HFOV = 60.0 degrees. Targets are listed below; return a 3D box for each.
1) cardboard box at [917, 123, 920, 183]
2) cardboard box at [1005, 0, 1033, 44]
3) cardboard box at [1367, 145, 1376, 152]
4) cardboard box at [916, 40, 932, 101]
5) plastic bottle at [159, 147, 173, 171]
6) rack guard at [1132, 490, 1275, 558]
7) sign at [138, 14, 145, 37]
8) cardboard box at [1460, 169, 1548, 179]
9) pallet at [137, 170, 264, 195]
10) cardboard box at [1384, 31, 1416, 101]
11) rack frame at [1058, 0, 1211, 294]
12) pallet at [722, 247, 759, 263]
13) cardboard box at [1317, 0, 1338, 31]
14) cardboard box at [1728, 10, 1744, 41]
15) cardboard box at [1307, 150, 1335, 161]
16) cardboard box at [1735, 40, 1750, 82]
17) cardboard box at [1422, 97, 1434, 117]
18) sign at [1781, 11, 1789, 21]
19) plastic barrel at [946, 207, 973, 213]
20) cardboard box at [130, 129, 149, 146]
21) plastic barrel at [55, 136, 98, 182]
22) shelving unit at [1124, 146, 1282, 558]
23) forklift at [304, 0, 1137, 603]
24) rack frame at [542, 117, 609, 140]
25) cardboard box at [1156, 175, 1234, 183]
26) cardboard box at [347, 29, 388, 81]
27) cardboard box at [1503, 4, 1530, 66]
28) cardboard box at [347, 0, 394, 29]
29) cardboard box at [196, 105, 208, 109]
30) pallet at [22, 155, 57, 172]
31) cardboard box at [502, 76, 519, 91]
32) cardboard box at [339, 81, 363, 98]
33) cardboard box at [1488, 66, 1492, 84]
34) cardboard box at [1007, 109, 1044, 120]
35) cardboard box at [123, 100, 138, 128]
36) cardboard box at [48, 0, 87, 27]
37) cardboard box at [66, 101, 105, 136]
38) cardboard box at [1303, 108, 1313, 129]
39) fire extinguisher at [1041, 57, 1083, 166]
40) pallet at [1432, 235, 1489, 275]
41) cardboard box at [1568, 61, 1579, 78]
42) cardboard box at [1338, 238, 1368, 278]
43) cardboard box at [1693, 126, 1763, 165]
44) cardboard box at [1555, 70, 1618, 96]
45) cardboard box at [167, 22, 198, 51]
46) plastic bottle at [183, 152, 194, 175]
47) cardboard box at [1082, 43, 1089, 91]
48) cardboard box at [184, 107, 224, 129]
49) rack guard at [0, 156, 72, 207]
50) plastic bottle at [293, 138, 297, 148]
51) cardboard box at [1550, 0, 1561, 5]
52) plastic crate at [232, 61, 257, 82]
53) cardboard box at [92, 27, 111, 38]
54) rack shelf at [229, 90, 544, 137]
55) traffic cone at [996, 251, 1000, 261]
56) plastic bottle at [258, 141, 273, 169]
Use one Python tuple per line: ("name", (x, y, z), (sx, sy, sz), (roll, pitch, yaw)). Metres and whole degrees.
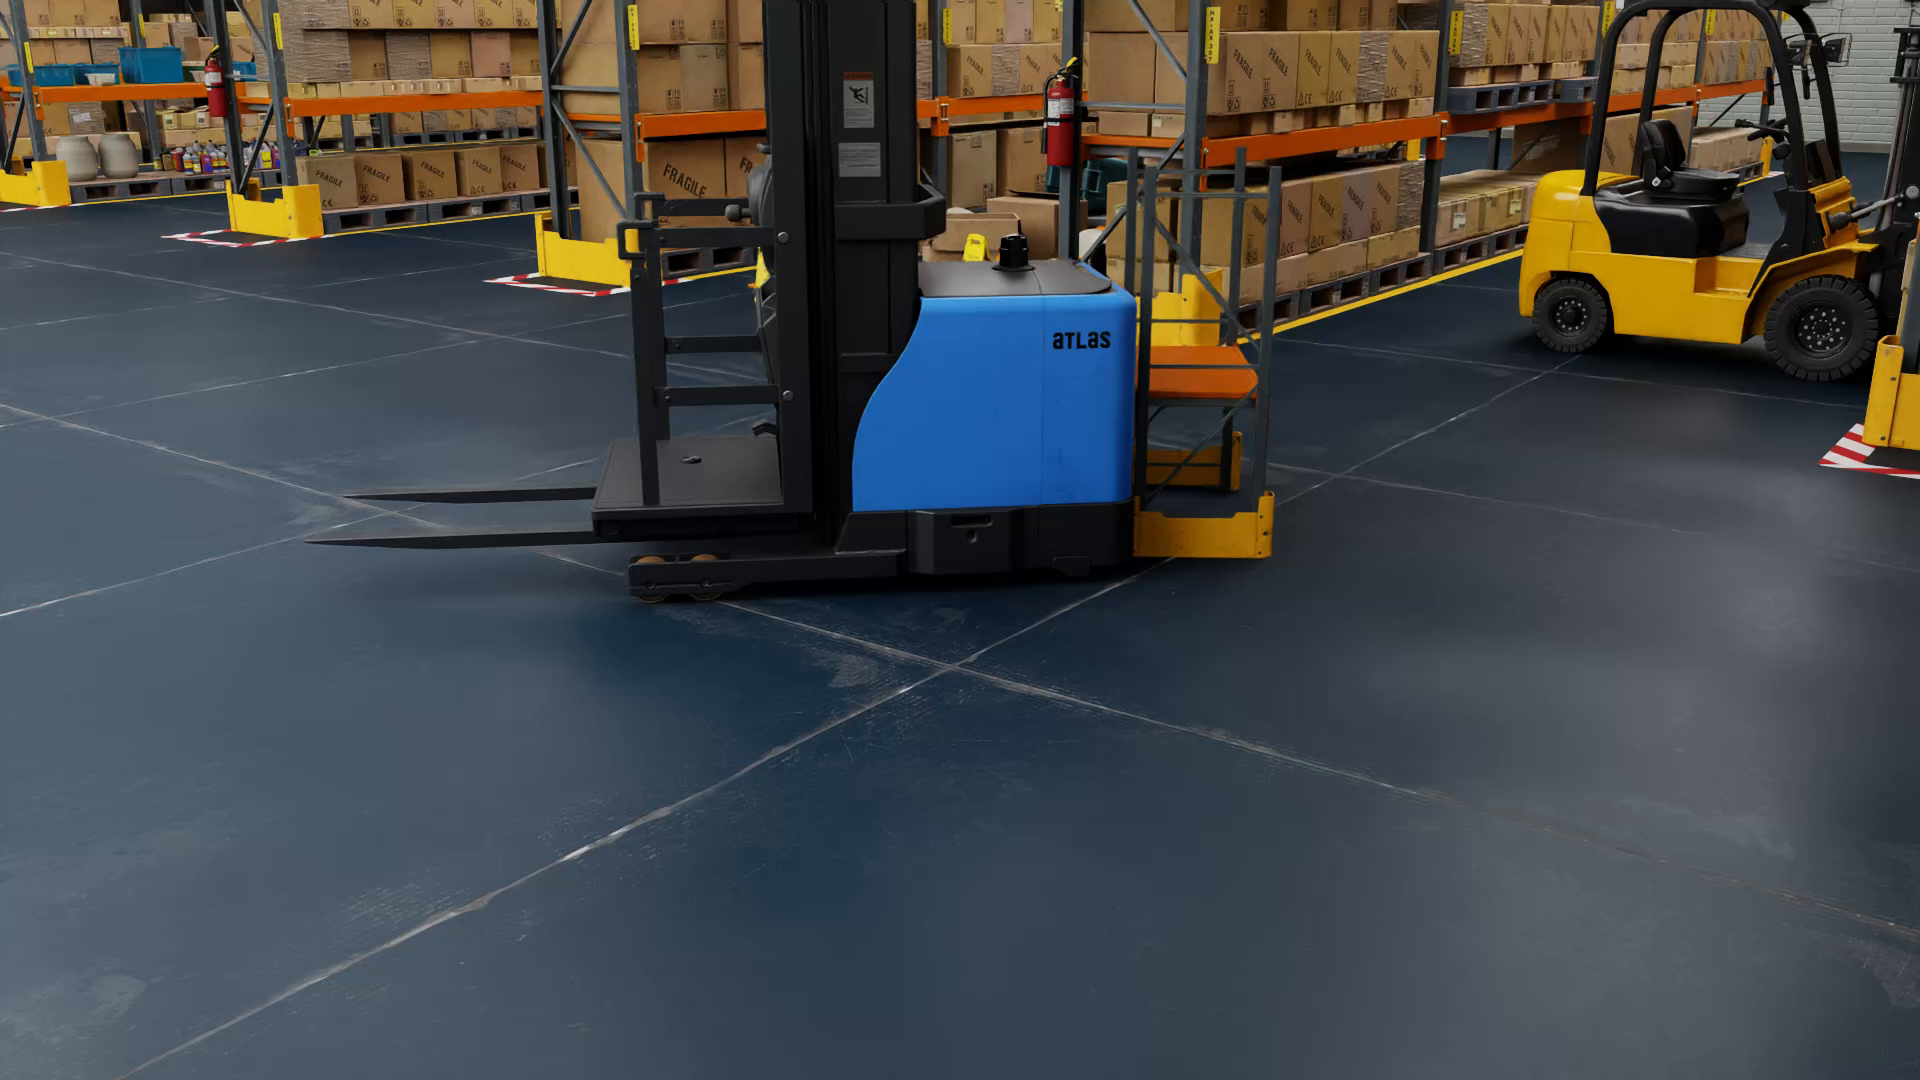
("cardboard box", (-0.997, -3.586, 16.108), (0.875, 0.875, 0.875), (13, 21, 36))
("cardboard box", (0.331, -5.425, 17.302), (0.700, 0.500, 0.500), (13, 21, 35))
("cardboard box", (5.901, -5.813, 24.503), (0.380, 0.149, 0.250), (11, 21, 32))
("cardboard box", (-0.776, -4.519, 15.986), (0.875, 0.550, 0.550), (12, 21, 35))
("plastic bottle", (-10.053, -4.819, 21.044), (0.061, 0.283, 0.133), (13, 22, 36))
("rack guard", (0.930, -0.064, 6.528), (0.587, 0.250, 0.087), (1, 17, 2))
("sign", (-11.996, -7.543, 24.383), (0.100, 0.325, 0.005), (12, 21, 35))
("cardboard box", (5.508, -3.452, 16.526), (0.950, 0.372, 0.625), (11, 20, 31))
("pallet", (-9.627, -4.537, 20.998), (1.003, 0.211, 1.213), (12, 21, 35))
("cardboard box", (3.103, -3.603, 12.618), (0.500, 0.500, 0.500), (13, 22, 37))
("rack frame", (1.086, -2.734, 10.490), (1.000, 3.000, 0.127), (12, 21, 35))
("pallet", (-1.808, -2.747, 15.233), (1.003, 0.211, 1.213), (12, 21, 35))
("cardboard box", (2.391, -4.055, 12.388), (0.700, 0.500, 0.500), (12, 21, 33))
("cardboard box", (9.335, -6.427, 20.529), (0.500, 0.500, 0.500), (13, 21, 36))
("cardboard box", (2.779, -3.130, 13.336), (0.380, 0.149, 0.250), (13, 21, 35))
("cardboard box", (9.638, -6.065, 21.047), (0.500, 0.500, 0.500), (13, 22, 36))
("cardboard box", (3.523, -3.436, 13.176), (0.380, 0.149, 0.250), (12, 21, 34))
("sign", (11.047, -7.112, 22.236), (0.100, 0.325, 0.005), (12, 21, 35))
("plastic barrel", (-0.010, -2.766, 14.937), (0.421, 0.421, 0.512), (-4, 18, -13))
("cardboard box", (-12.428, -6.227, 25.666), (0.500, 0.250, 0.500), (12, 21, 34))
("plastic barrel", (-10.519, -4.543, 19.803), (0.421, 0.512, 0.421), (0, 17, 0))
("shelving unit", (0.948, -0.808, 6.818), (0.587, 1.500, 1.083), (1, 17, 2))
("forklift", (-0.902, -1.338, 6.111), (3.031, 2.935, 1.130), (-2, 17, -7))
("rack frame", (-4.489, -5.438, 19.197), (1.000, 3.000, 0.127), (12, 21, 35))
("cardboard box", (1.663, -2.342, 11.890), (0.500, 0.500, 0.500), (13, 22, 37))
("cardboard box", (-6.321, -4.942, 16.929), (0.875, 0.500, 0.500), (12, 21, 35))
("cardboard box", (4.583, -4.373, 14.389), (0.500, 0.500, 0.500), (12, 21, 34))
("cardboard box", (-6.022, -5.353, 16.569), (0.500, 0.500, 0.500), (12, 21, 35))
("cardboard box", (-11.827, -6.735, 26.357), (0.500, 0.311, 0.500), (12, 21, 35))
("pallet", (-13.677, -5.384, 23.725), (1.003, 0.211, 1.213), (12, 21, 35))
("cardboard box", (-5.049, -4.993, 18.187), (0.380, 0.149, 0.250), (12, 21, 35))
("cardboard box", (-6.186, -4.504, 16.614), (0.380, 0.149, 0.250), (12, 21, 35))
("cardboard box", (4.316, -3.982, 14.225), (0.380, 0.149, 0.250), (14, 22, 38))
("cardboard box", (0.735, -6.672, 26.047), (0.875, 0.875, 0.875), (12, 21, 35))
("cardboard box", (-15.101, -7.627, 29.719), (0.700, 0.500, 0.500), (12, 21, 34))
("cardboard box", (-13.002, -7.629, 23.898), (0.700, 0.500, 0.500), (12, 21, 35))
("cardboard box", (-12.851, -6.169, 24.215), (0.500, 0.500, 0.500), (12, 21, 35))
("cardboard box", (2.242, -2.963, 11.652), (0.380, 0.149, 0.250), (13, 22, 37))
("fire extinguisher", (0.648, -2.751, 10.676), (0.296, 0.674, 0.183), (12, 21, 35))
("pallet", (3.932, -2.541, 14.570), (1.003, 0.211, 1.213), (12, 21, 35))
("cardboard box", (5.631, -4.456, 15.750), (0.380, 0.149, 0.250), (12, 21, 34))
("cardboard box", (2.717, -2.137, 12.496), (0.500, 0.250, 0.500), (13, 21, 36))
("cardboard box", (10.307, -5.347, 22.517), (0.875, 0.438, 0.875), (12, 21, 33))
("cardboard box", (6.347, -4.640, 16.881), (0.500, 0.250, 0.500), (12, 21, 34))
("cardboard box", (-14.312, -9.161, 30.275), (0.700, 0.500, 0.500), (10, 20, 28))
("plastic bottle", (-9.520, -4.644, 20.501), (0.097, 0.271, 0.097), (0, 17, 0))
("cardboard box", (1.168, -5.146, 18.087), (0.500, 0.500, 0.500), (12, 21, 34))
("cardboard box", (-11.694, -6.517, 25.656), (0.500, 0.311, 0.500), (12, 21, 34))
("rack guard", (-10.843, -4.193, 19.404), (1.175, 0.500, 0.348), (12, 21, 35))
("plastic bottle", (-8.735, -5.079, 21.768), (0.144, 0.351, 0.185), (12, 21, 35))
("cardboard box", (5.951, -5.334, 17.009), (0.500, 0.500, 0.500), (12, 21, 33))
("plastic crate", (-8.908, -5.931, 21.035), (0.499, 0.251, 0.616), (12, 21, 35))
("cardboard box", (-12.582, -7.386, 24.207), (0.380, 0.149, 0.250), (12, 21, 34))
("rack shelf", (-5.681, -4.618, 17.770), (1.077, 0.370, 4.000), (12, 21, 35))
("traffic cone", (0.307, -1.853, 11.931), (0.336, 0.463, 0.334), (12, 21, 35))
("plastic bottle", (-8.926, -4.931, 21.291), (0.144, 0.351, 0.185), (12, 21, 34))
